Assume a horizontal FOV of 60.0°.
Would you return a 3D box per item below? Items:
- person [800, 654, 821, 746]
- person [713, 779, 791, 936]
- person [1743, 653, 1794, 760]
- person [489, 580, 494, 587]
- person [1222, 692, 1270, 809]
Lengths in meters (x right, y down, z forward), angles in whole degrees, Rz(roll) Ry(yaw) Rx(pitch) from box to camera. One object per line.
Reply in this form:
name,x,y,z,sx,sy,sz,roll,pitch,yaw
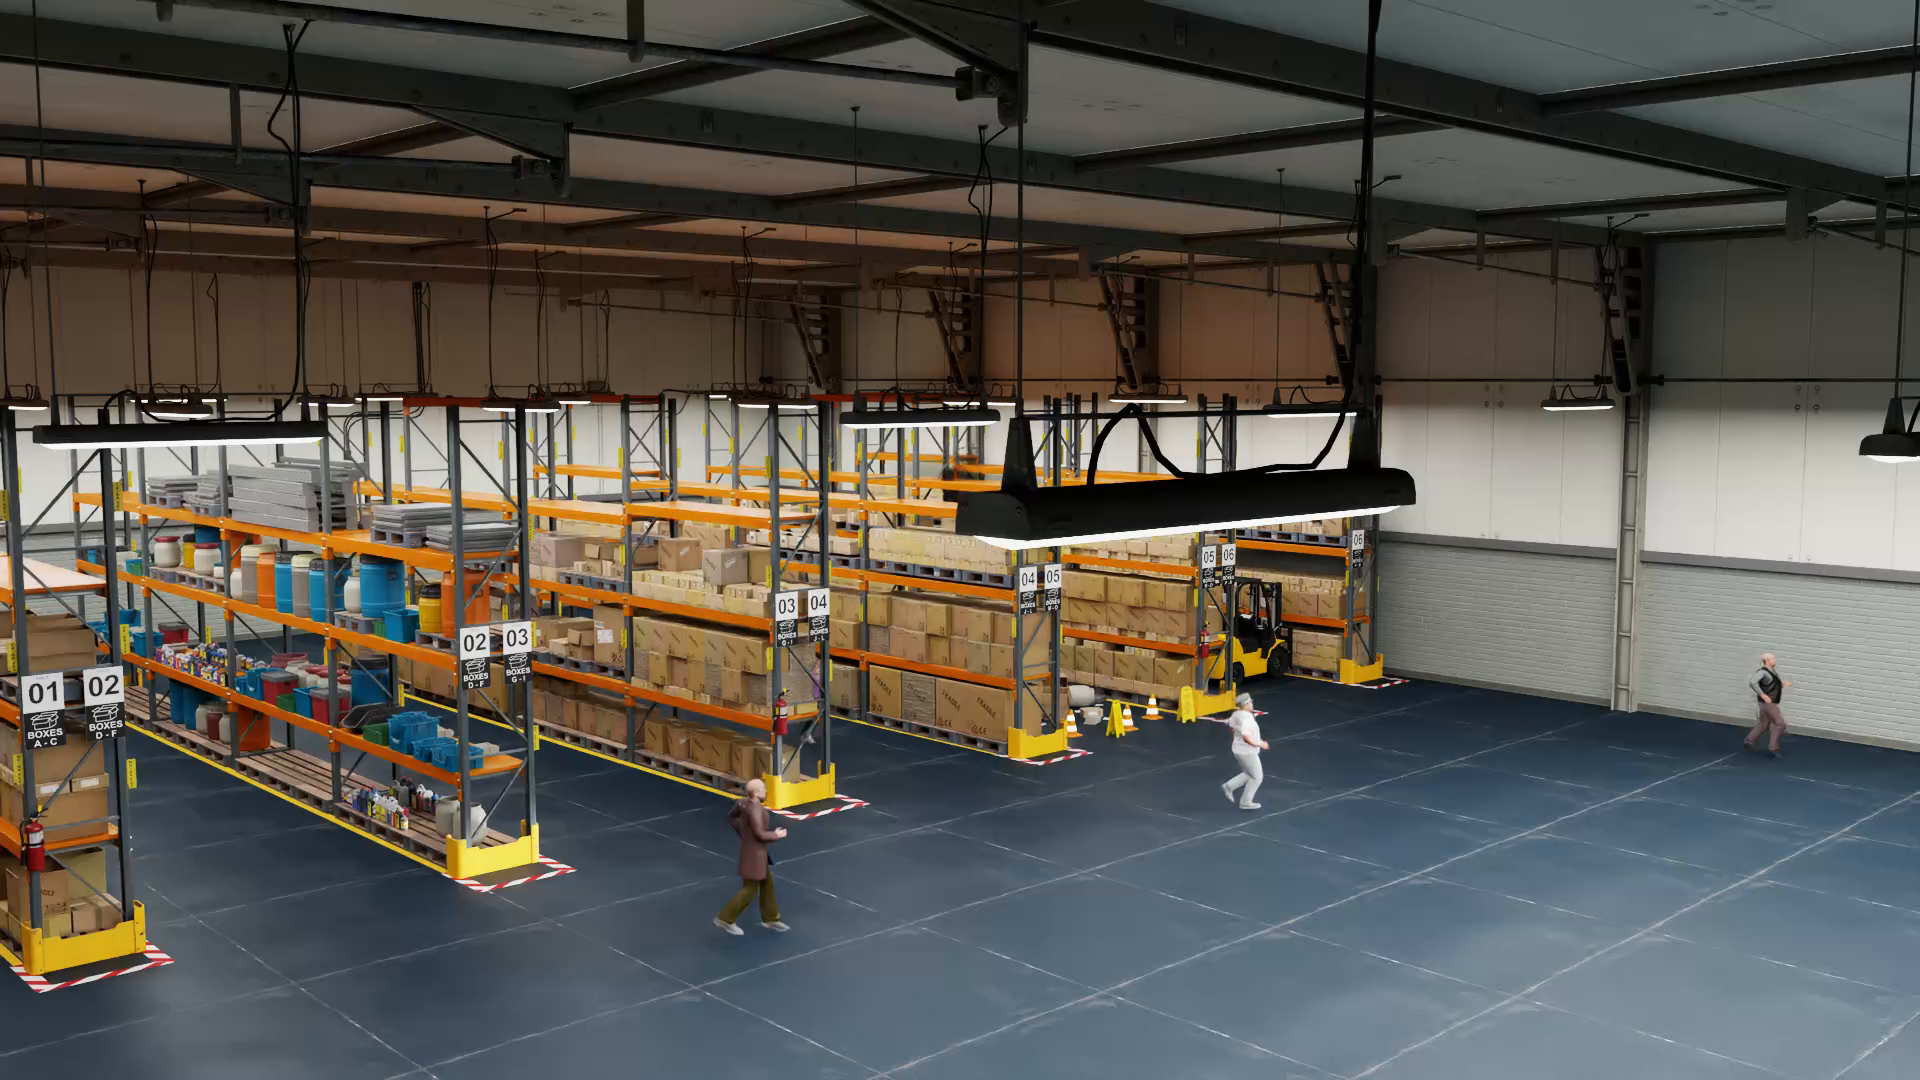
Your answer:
person,-2.516,2.758,28.836,0.647,1.592,0.510,5,7,40
person,-2.366,3.617,18.892,0.922,1.829,0.737,-2,6,-17
person,13.561,2.782,27.896,0.731,1.780,0.639,3,6,30
person,-11.376,1.744,39.421,0.771,1.587,0.861,3,6,29
person,4.205,3.099,24.487,0.626,1.732,0.660,-1,6,-8
